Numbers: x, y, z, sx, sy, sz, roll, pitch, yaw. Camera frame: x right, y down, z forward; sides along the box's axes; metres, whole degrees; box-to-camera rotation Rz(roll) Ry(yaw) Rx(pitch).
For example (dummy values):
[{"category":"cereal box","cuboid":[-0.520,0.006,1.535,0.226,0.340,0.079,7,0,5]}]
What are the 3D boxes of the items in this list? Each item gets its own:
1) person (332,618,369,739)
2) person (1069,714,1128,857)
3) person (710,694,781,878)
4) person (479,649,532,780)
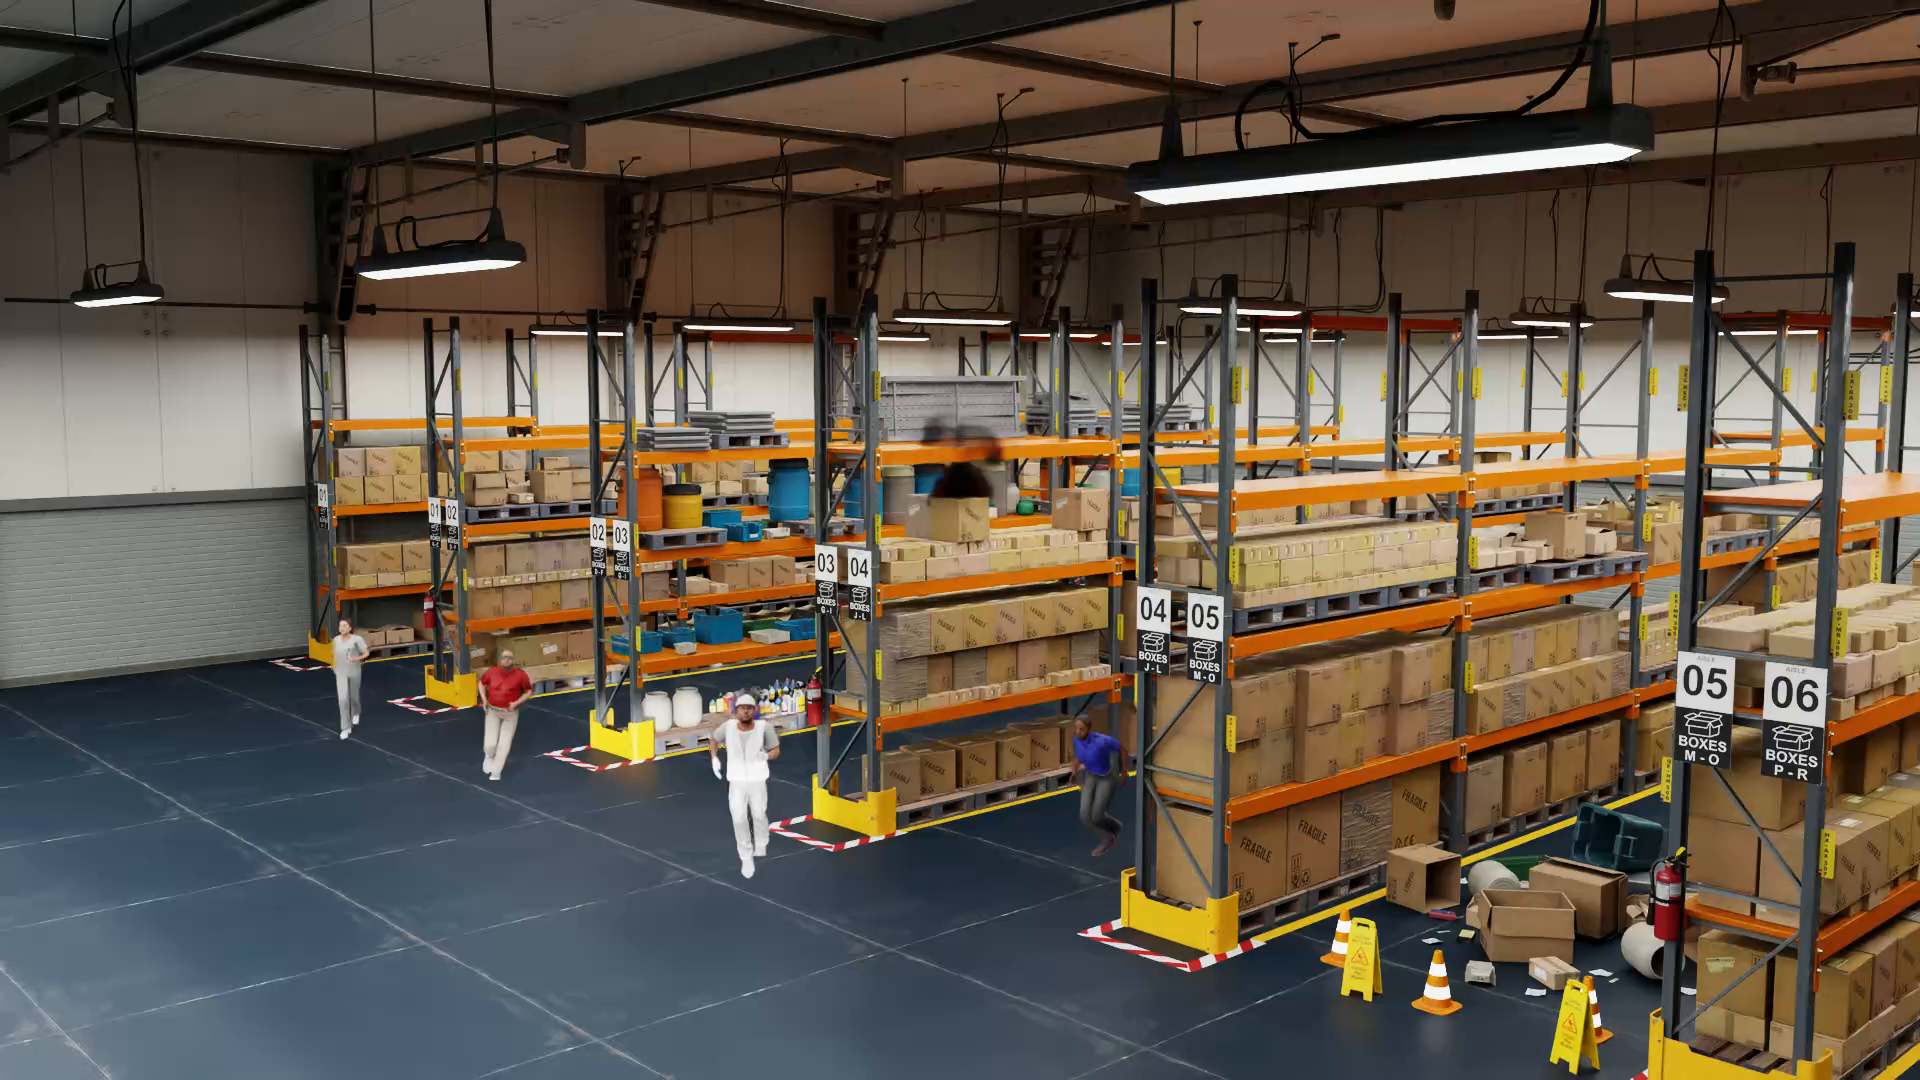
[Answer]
[{"category":"person","cuboid":[-8.715,1.937,23.775,0.557,1.681,0.892,-1,6,-6]},{"category":"person","cuboid":[1.418,2.469,16.807,0.573,1.511,0.754,5,8,41]},{"category":"person","cuboid":[-2.173,2.462,16.880,0.708,1.821,0.848,-1,6,-7]},{"category":"person","cuboid":[-5.766,2.212,21.097,0.656,1.679,0.577,-1,6,-13]}]
